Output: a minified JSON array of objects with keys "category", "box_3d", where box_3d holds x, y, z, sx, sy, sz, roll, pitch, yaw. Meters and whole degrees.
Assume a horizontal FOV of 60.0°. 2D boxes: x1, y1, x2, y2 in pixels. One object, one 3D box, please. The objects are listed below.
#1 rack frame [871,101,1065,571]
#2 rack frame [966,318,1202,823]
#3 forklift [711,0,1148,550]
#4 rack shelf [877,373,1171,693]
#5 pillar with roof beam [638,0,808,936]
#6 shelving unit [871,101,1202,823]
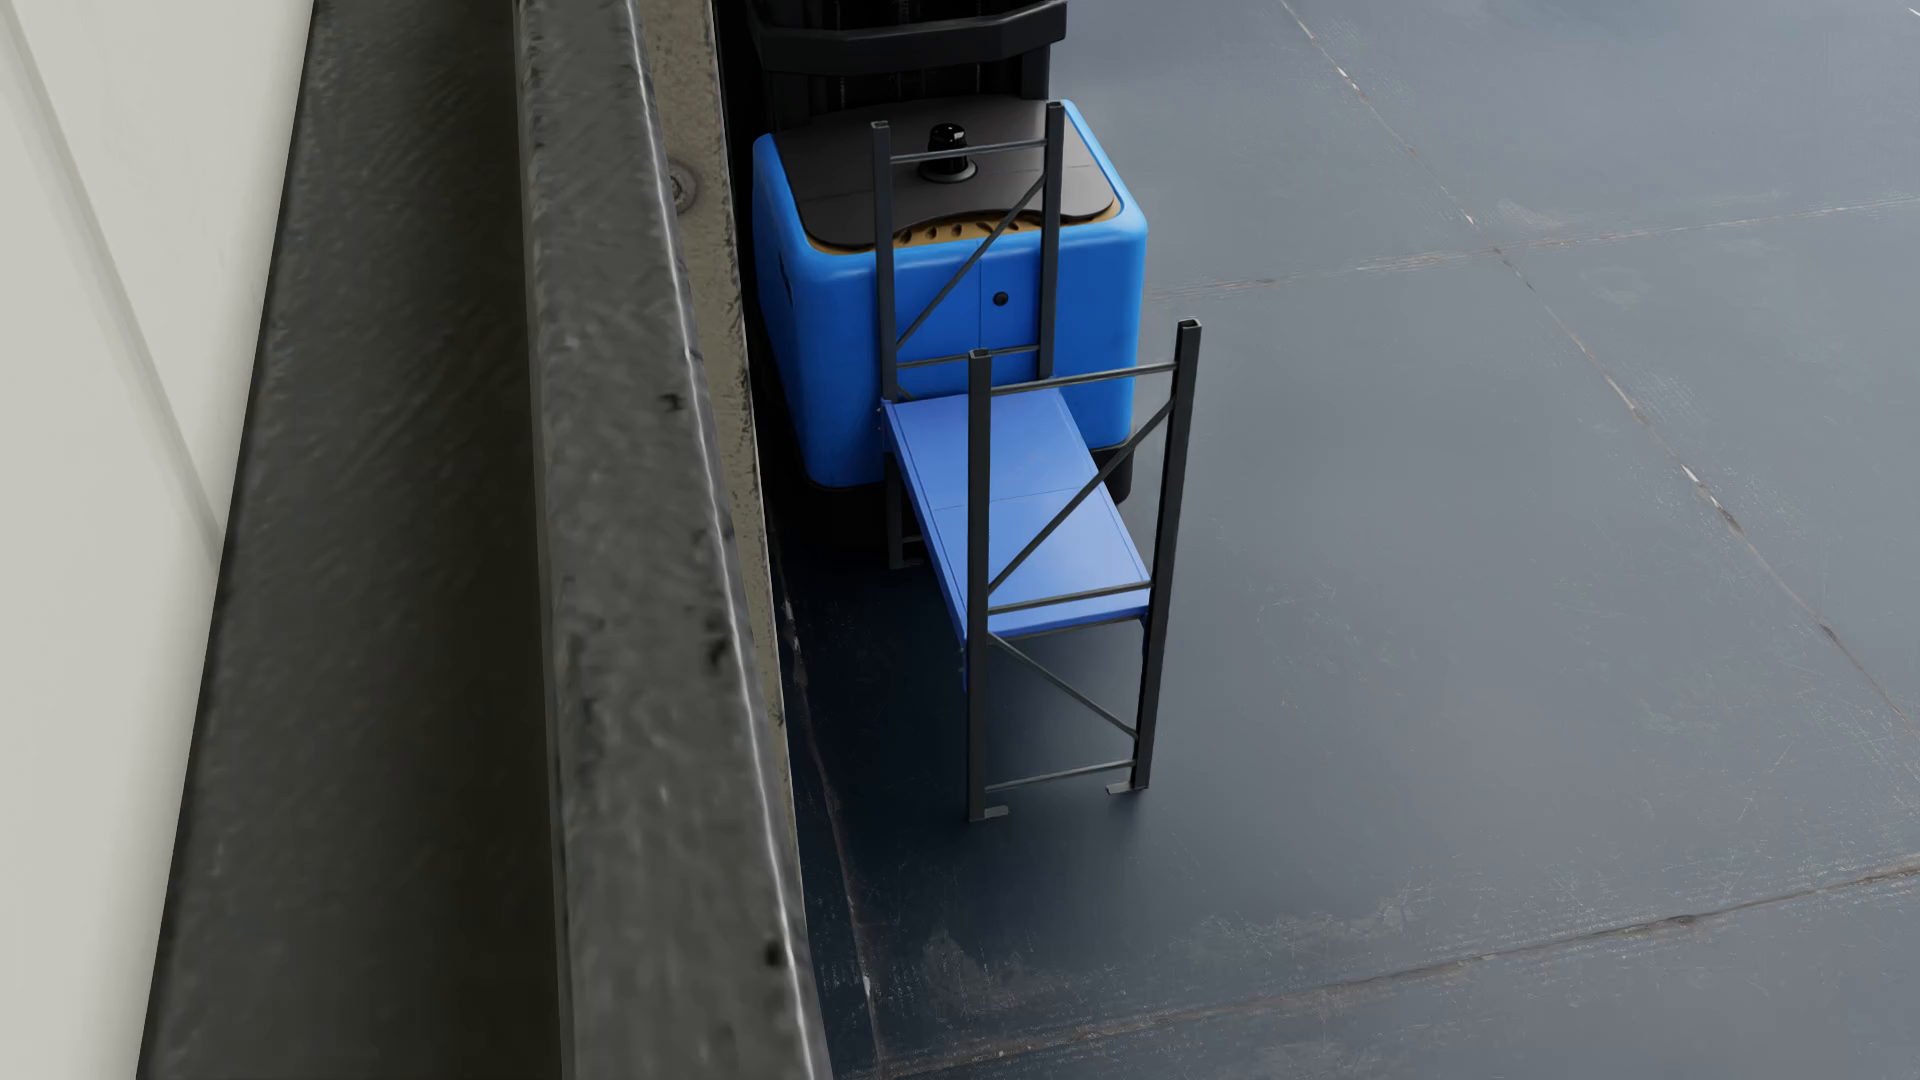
[{"category":"rack frame","box_3d":[0.022,-0.515,4.701,0.500,1.500,0.032,-9,42,-10]},{"category":"rack frame","box_3d":[0.263,0.140,3.962,0.500,1.500,0.032,-9,42,-10]},{"category":"forklift","box_3d":[-0.300,-2.054,5.356,1.130,2.935,3.031,-9,42,-10]},{"category":"rack shelf","box_3d":[0.143,-0.053,4.451,0.538,0.185,1.000,-9,42,-10]},{"category":"pillar with roof beam","box_3d":[3.726,-2.694,1.507,9.100,9.000,0.400,-8,42,-9]},{"category":"shelving unit","box_3d":[0.143,-0.188,4.332,0.538,1.500,1.048,-9,42,-10]}]
